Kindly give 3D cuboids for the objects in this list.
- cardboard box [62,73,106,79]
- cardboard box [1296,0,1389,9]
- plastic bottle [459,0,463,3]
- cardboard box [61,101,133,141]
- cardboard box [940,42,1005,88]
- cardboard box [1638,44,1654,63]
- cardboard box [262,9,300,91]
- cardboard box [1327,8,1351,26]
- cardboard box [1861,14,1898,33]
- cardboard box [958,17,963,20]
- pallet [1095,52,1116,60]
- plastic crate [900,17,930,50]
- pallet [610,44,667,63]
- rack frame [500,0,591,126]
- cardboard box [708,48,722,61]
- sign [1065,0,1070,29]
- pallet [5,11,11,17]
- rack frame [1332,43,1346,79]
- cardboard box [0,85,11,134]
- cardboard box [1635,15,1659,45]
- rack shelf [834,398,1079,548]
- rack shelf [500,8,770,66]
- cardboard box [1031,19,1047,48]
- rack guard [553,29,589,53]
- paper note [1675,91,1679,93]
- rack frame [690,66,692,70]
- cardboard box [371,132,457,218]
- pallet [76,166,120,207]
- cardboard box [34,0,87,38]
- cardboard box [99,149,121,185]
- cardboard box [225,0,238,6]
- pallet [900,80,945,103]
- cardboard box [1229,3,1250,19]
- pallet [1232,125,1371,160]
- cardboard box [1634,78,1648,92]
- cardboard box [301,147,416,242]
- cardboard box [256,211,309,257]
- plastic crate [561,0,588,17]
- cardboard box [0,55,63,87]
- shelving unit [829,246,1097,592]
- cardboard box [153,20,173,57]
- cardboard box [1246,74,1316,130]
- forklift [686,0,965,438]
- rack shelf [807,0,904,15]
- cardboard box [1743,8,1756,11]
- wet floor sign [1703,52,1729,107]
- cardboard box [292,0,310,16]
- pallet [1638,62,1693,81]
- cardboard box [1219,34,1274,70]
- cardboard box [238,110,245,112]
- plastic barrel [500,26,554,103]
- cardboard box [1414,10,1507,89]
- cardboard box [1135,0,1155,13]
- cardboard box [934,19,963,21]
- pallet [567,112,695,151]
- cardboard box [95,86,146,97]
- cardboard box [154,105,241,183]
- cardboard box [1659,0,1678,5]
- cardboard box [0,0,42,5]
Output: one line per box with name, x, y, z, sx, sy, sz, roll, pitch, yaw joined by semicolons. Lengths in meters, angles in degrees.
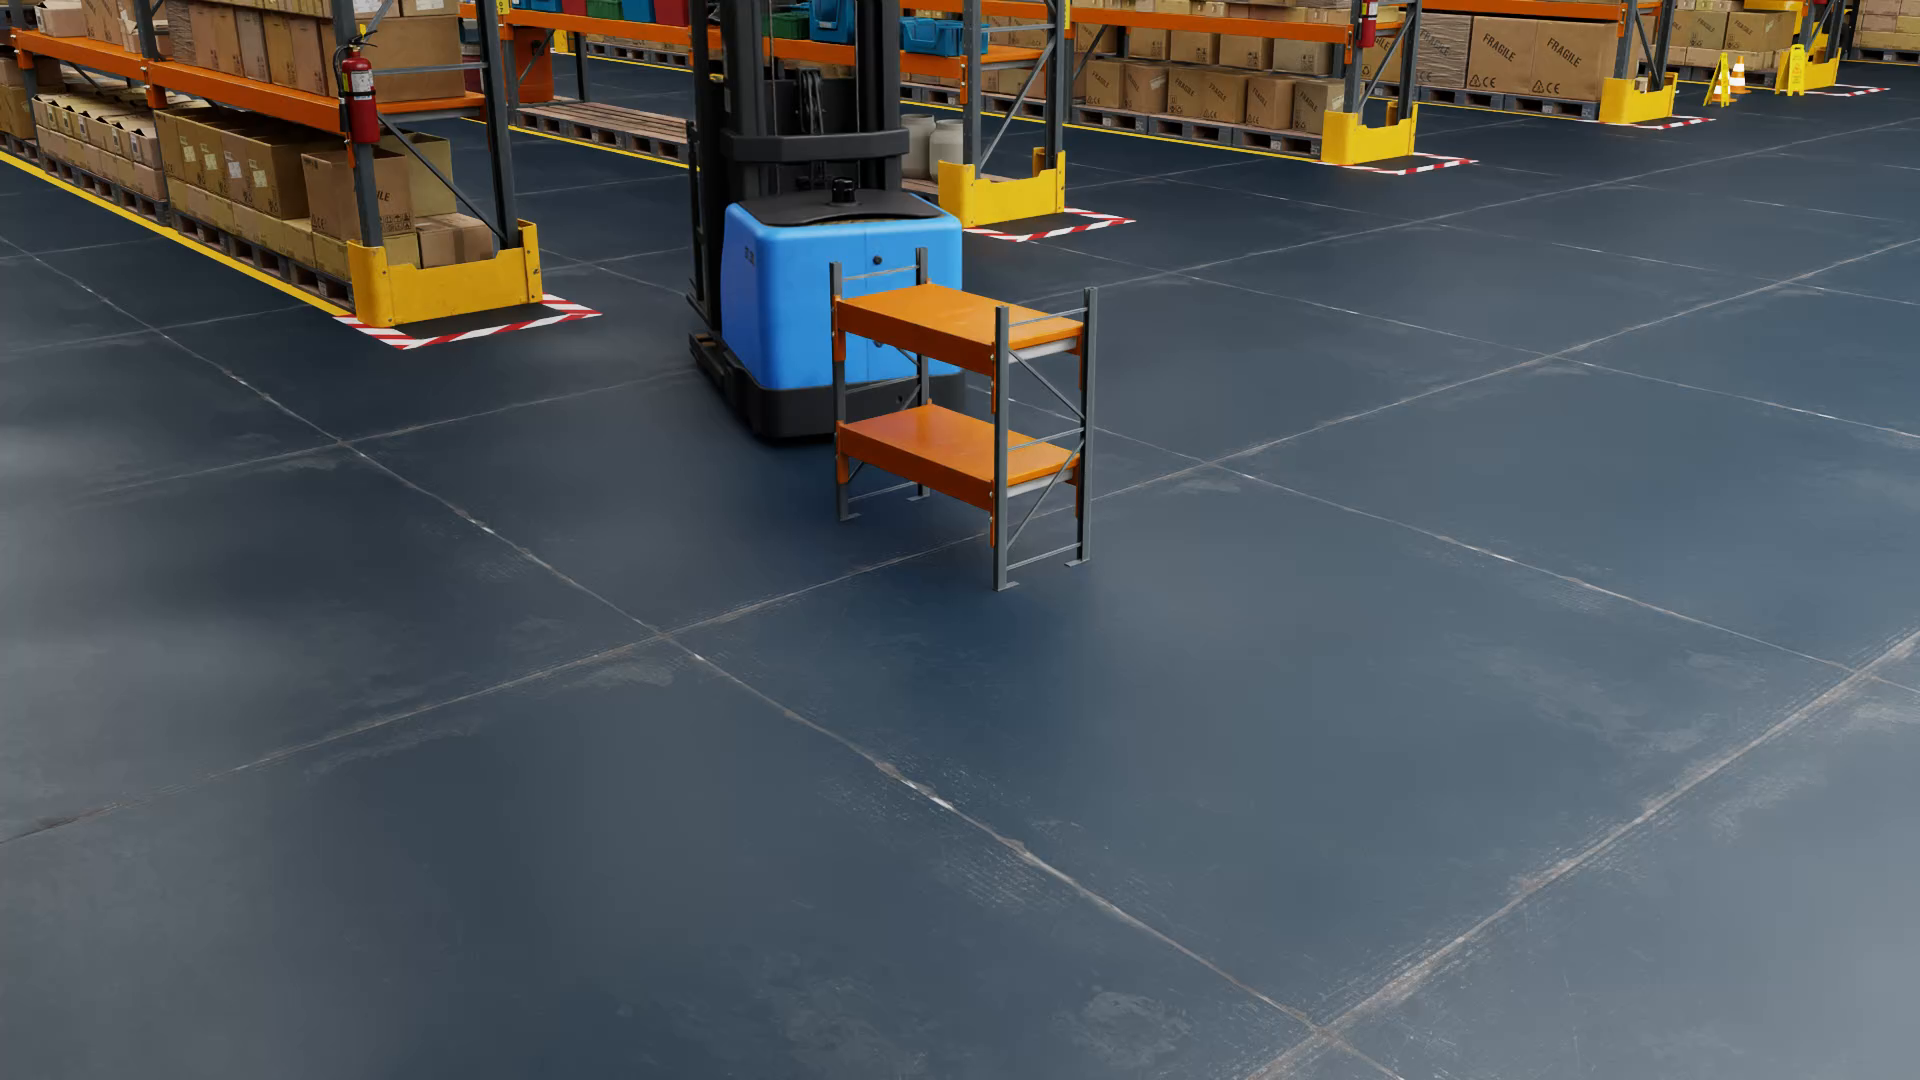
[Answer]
cardboard box;-9.289;-4.631;17.518;0.500;0.500;0.500;-18;28;-38
cardboard box;3.852;-5.603;16.632;0.875;0.500;0.500;-17;27;-37
plastic bottle;-5.837;-6.449;19.513;0.097;0.271;0.097;0;21;0
cardboard box;-7.739;-3.790;14.973;0.500;0.311;0.500;-18;28;-39
cardboard box;0.168;-6.026;21.079;0.700;0.500;0.500;-15;26;-33
cardboard box;9.973;-7.121;24.247;0.500;0.250;0.500;-18;28;-38
cardboard box;-4.278;-3.364;11.322;0.700;0.500;0.500;-17;27;-37
cardboard box;3.848;-5.173;16.422;0.380;0.149;0.250;-17;27;-37
cardboard box;14.582;-8.151;26.190;0.500;0.250;0.500;-18;28;-38
cardboard box;0.187;-8.911;28.548;0.380;0.149;0.250;-16;26;-35
pallet;2.283;-7.541;25.948;1.003;0.211;1.213;-17;27;-37
plastic crate;-0.535;-4.259;13.950;0.499;0.251;0.408;-17;27;-37
pallet;-4.880;-7.843;26.719;1.003;0.211;1.213;-17;27;-37
rack frame;-4.784;-6.291;18.933;1.000;3.000;0.127;-17;27;-37
cardboard box;-3.210;-7.609;24.637;1.225;0.875;0.875;-17;27;-37
sign;0.858;-4.339;13.571;0.100;0.325;0.005;-17;27;-37
pallet;-9.812;-5.560;17.329;1.003;0.211;1.213;-17;27;-37
rack frame;5.403;-7.518;22.065;1.000;3.000;0.127;-17;27;-37
cardboard box;-9.665;-4.499;17.183;0.500;0.500;0.500;-19;28;-39
cardboard box;9.963;-7.473;24.116;0.500;0.500;0.500;-16;26;-35
rack shelf;-0.004;-0.298;6.873;0.538;0.278;1.000;-17;27;-37
rack shelf;-3.478;-5.404;17.654;1.077;0.370;4.000;-17;27;-37
cardboard box;1.471;-8.061;26.303;0.500;0.500;0.500;-19;28;-40
rack guard;-6.269;-8.523;28.059;1.175;0.500;0.348;-17;27;-37
paper note;9.573;-6.024;22.322;0.142;0.019;0.148;12;24;27
rack frame;-3.643;-8.575;24.765;1.000;3.000;0.127;-17;27;-37
cardboard box;-3.826;-2.506;11.435;0.500;0.500;0.500;-17;27;-37
pallet;-7.239;-3.241;14.969;1.003;0.211;1.213;-17;27;-37
cardboard box;-8.102;-4.778;15.193;0.500;0.311;0.500;-18;28;-38
cardboard box;-7.081;-3.250;14.363;0.500;0.250;0.500;-17;27;-36
cardboard box;-4.885;-3.809;11.569;0.380;0.149;0.250;-18;28;-38
pallet;-0.523;-5.956;21.900;1.003;0.211;1.213;-17;27;-37
cardboard box;3.020;-5.514;17.293;0.380;0.149;0.250;-17;27;-37
pallet;3.637;-4.215;17.457;1.003;0.211;1.213;-17;27;-37
cardboard box;9.313;-6.173;22.540;0.380;0.149;0.250;-4;22;-10
cardboard box;-3.892;-2.244;10.768;0.500;0.500;0.500;-17;27;-37
cardboard box;-4.554;-2.169;11.603;0.500;0.250;0.500;-17;27;-37
plastic crate;-3.961;-5.802;17.596;0.402;0.464;0.583;-17;27;-37
cardboard box;-9.367;-4.720;16.718;0.500;0.250;0.500;-16;27;-35
shelving unit;-0.004;-0.526;6.784;0.538;1.125;1.048;-17;27;-37
cardboard box;-6.282;-4.064;13.452;0.500;0.250;0.500;-15;26;-34
cardboard box;3.379;-4.625;17.531;0.500;0.500;0.500;-10;23;-24
forklift;-0.928;-2.366;9.005;1.130;2.935;3.031;-7;22;-17
rack shelf;-2.337;-7.688;23.485;1.077;0.370;4.000;-17;27;-37
cardboard box;11.020;-7.322;23.731;0.500;0.500;0.500;-19;28;-39
wet floor sign;9.533;-5.780;20.856;0.232;0.644;0.267;17;27;36
cardboard box;-4.049;-3.454;10.663;0.380;0.149;0.250;-18;28;-38
pallet;10.353;-6.911;24.340;1.003;0.211;1.213;-17;27;-37
cardboard box;4.303;-7.083;23.465;1.050;0.750;0.750;-17;27;-37
cardboard box;-6.332;-3.497;14.225;0.500;0.311;0.500;-18;28;-38
plastic barrel;-5.116;-5.607;19.587;0.600;0.830;0.708;-17;27;-37
cardboard box;6.352;-6.285;21.256;0.875;0.875;0.875;-17;27;-37
cardboard box;2.132;-5.837;18.118;0.380;0.149;0.250;-17;27;-37
cardboard box;-0.218;-6.538;21.360;0.500;0.250;0.500;-14;25;-32
pallet;-3.515;-4.433;18.011;1.003;0.211;1.213;-17;27;-37
cardboard box;-8.010;-4.203;16.028;0.500;0.311;0.500;-17;27;-36
cardboard box;-5.862;-3.070;12.874;0.500;0.500;0.500;-17;27;-37
cardboard box;12.496;-9.138;28.882;0.875;0.625;0.625;-16;26;-35
cardboard box;-9.035;-5.502;16.206;0.500;0.500;0.700;12;24;28
